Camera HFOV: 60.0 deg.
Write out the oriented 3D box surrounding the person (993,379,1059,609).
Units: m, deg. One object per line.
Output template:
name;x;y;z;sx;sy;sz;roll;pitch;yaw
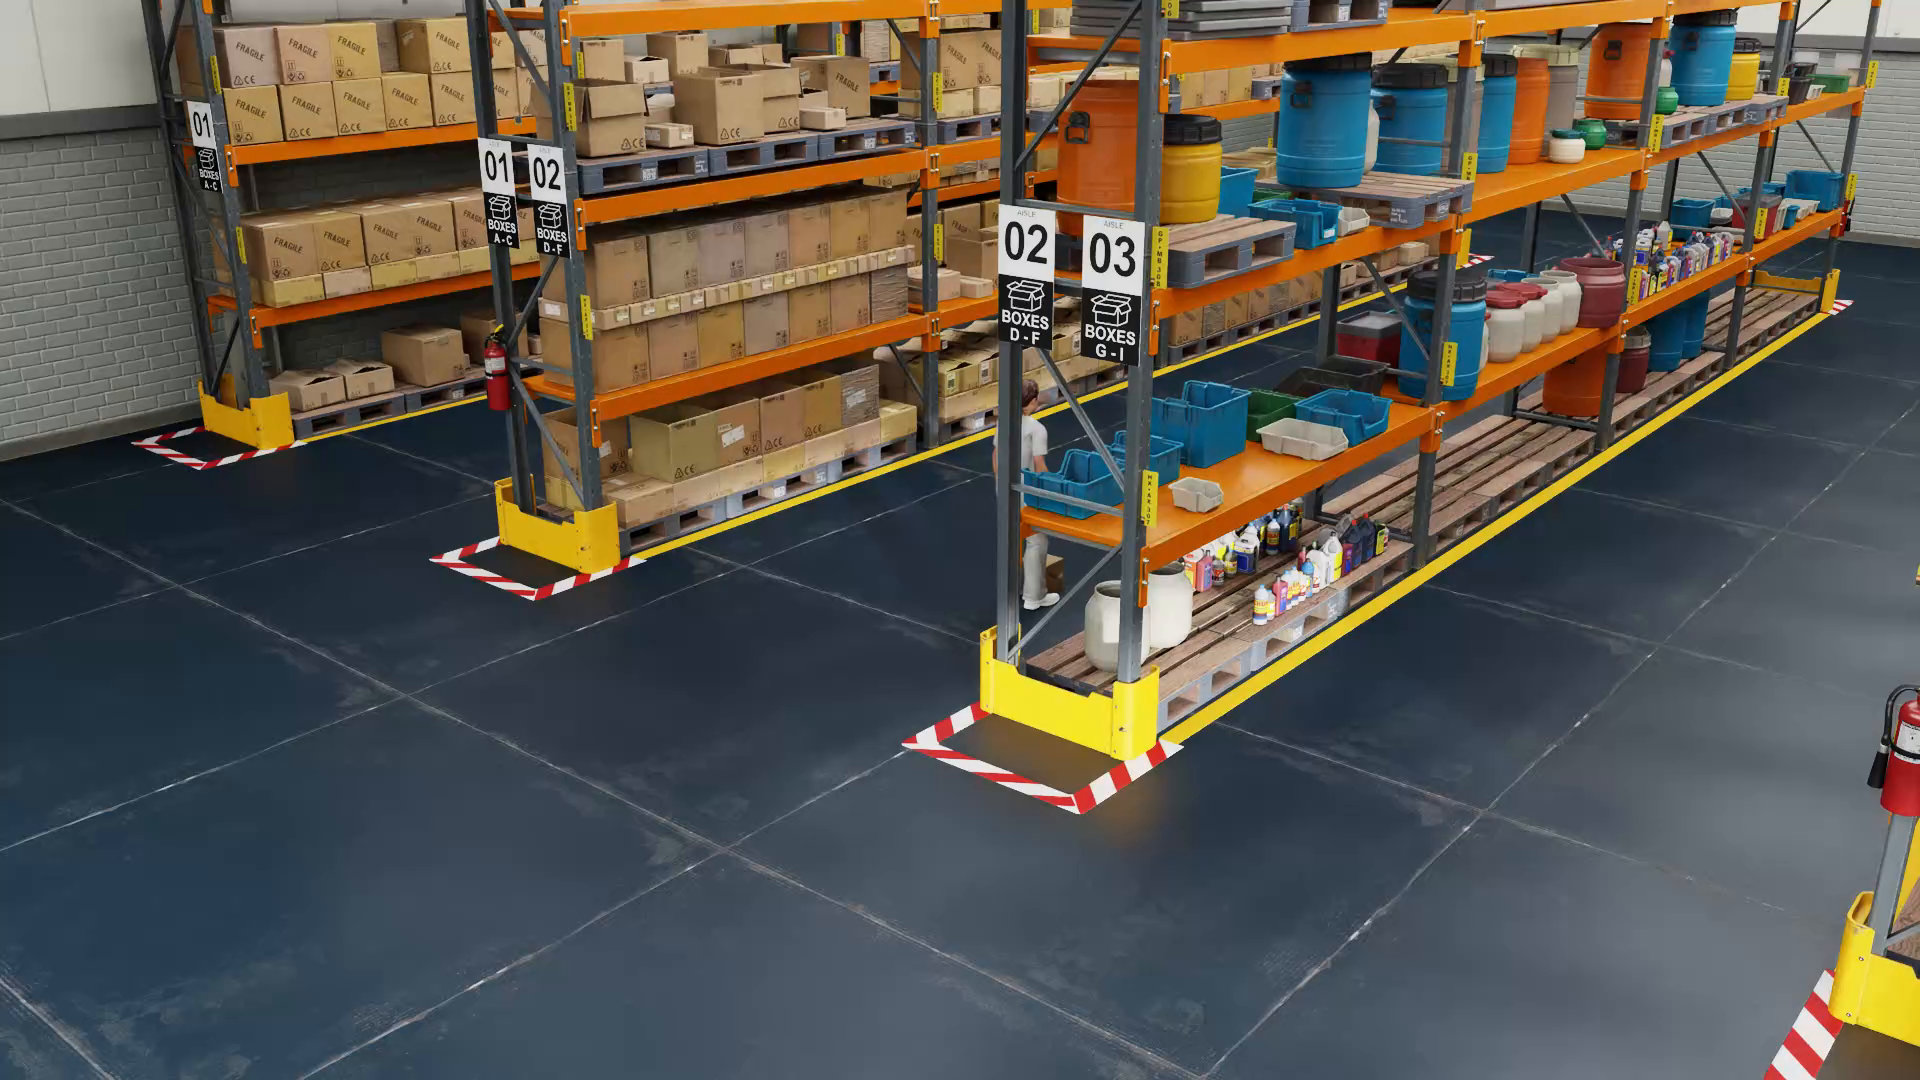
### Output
person;0.466;-0.345;12.010;0.486;1.673;0.406;16;26;37
